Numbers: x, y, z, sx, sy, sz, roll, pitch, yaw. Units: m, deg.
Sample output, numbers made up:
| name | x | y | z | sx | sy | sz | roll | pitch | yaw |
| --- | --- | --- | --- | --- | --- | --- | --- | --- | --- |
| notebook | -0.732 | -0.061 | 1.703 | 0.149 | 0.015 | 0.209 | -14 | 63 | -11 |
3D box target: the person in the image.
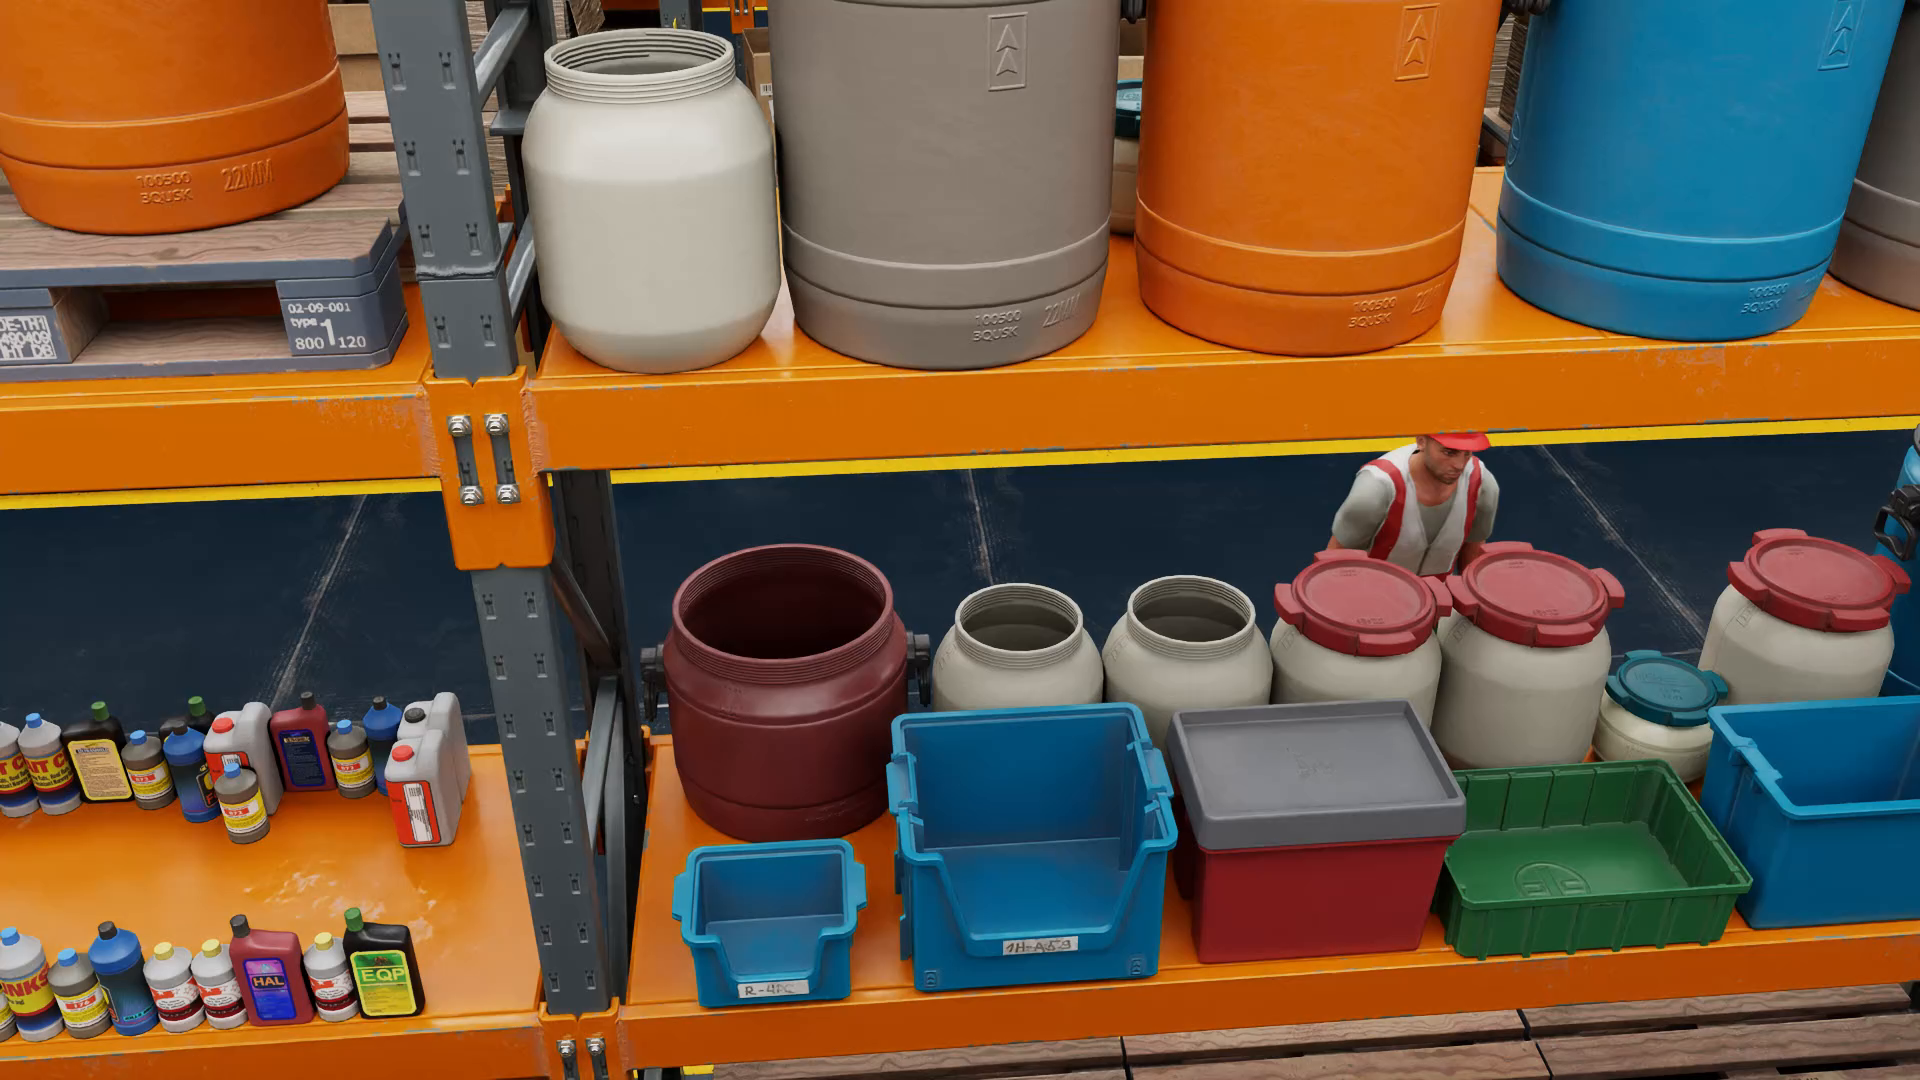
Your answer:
| name | x | y | z | sx | sy | sz | roll | pitch | yaw |
| --- | --- | --- | --- | --- | --- | --- | --- | --- | --- |
| person | 1.503 | 0.280 | 5.650 | 0.618 | 1.777 | 0.451 | -5 | 31 | -8 |
